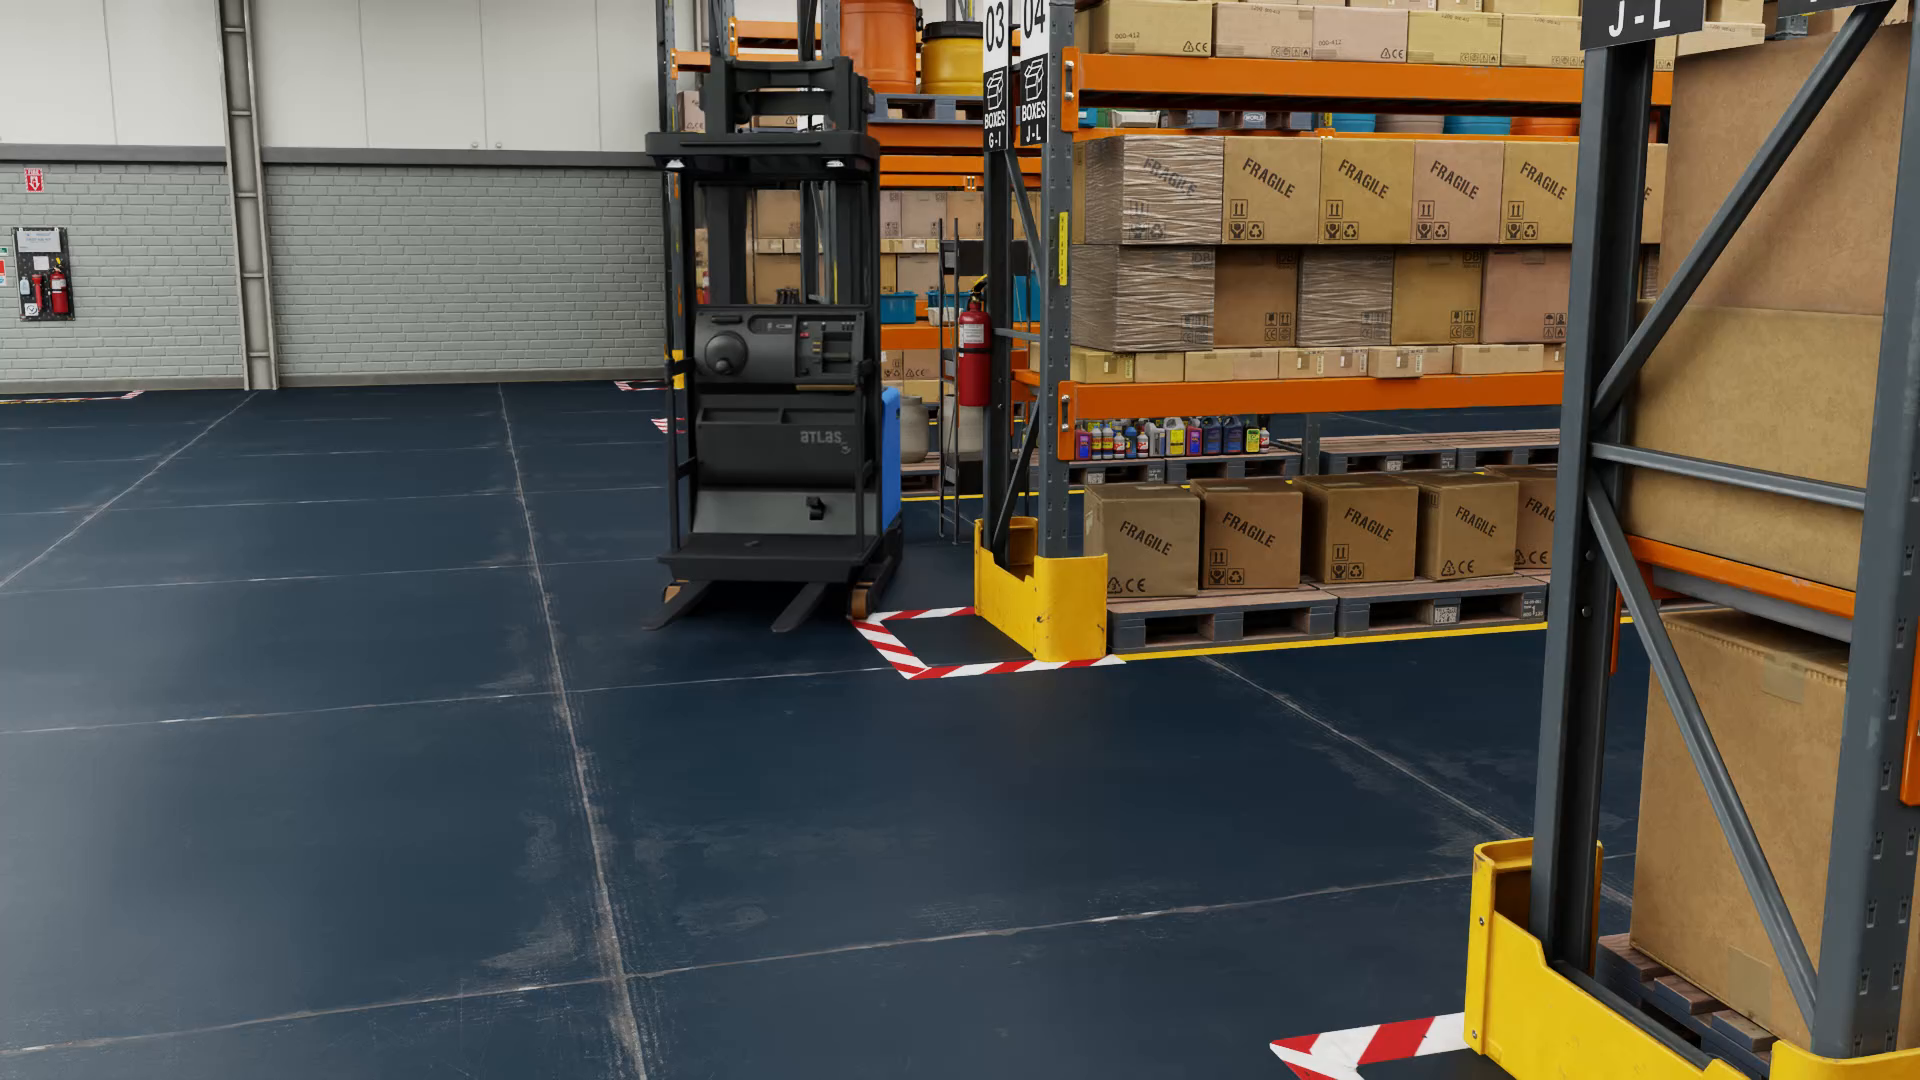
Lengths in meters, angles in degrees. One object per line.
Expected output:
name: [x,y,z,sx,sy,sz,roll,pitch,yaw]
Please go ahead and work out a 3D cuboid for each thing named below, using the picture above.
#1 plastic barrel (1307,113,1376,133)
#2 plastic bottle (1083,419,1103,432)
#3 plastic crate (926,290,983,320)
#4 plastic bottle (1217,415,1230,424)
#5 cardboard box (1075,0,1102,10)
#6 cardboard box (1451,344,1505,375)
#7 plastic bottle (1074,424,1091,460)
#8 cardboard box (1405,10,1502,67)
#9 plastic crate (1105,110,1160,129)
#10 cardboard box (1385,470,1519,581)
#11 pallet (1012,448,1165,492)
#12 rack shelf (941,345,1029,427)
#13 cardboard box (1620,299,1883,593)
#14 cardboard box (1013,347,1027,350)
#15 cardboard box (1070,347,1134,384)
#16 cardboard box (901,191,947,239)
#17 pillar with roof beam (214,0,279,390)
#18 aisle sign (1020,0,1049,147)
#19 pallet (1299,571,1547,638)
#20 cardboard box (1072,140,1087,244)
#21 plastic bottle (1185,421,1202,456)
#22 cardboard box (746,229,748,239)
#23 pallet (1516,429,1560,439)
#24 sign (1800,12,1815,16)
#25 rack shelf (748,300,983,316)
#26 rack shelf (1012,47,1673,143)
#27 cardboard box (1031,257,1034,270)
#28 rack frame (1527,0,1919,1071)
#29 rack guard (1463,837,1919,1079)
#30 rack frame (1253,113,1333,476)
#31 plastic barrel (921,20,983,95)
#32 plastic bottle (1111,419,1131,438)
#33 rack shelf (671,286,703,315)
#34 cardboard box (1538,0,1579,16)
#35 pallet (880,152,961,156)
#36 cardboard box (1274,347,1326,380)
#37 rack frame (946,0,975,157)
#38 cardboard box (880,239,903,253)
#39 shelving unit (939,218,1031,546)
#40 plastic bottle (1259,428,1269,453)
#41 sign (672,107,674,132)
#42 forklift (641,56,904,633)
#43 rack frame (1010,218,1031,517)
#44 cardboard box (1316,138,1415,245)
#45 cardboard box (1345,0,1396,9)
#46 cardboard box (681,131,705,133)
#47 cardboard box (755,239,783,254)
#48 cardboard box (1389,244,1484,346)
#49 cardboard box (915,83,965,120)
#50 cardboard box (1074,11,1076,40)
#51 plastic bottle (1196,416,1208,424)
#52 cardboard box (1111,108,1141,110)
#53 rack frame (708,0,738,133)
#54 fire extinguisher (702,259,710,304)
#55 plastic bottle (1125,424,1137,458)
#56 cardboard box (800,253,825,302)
plastic barrel: [3.201,-3.846,13.983,0.708,0.901,0.600,-3,11,-16]
plastic bottle: [1.115,-0.965,14.105,0.185,0.351,0.144,-3,11,-14]
plastic crate: [-0.045,-1.894,13.462,0.408,0.251,0.499,-3,11,-16]
plastic bottle: [2.196,-0.917,13.842,0.185,0.351,0.144,-3,11,-16]
cardboard box: [0.647,-2.568,7.742,0.250,0.149,0.380,-3,11,-16]
cardboard box: [2.590,-0.941,8.566,0.250,0.149,0.380,-3,11,-16]
plastic bottle: [0.984,-0.785,13.311,0.133,0.283,0.061,-3,11,-15]
cardboard box: [2.321,-2.457,8.237,0.500,0.250,0.500,-3,11,-14]
plastic crate: [1.346,-3.255,12.884,0.396,0.136,0.243,-3,11,-16]
cardboard box: [2.641,-0.088,8.985,0.500,0.500,0.500,-4,11,-21]
pallet: [0.944,-0.600,13.723,1.213,0.211,1.003,-3,11,-16]
rack shelf: [0.159,-1.028,10.904,0.480,0.518,0.431,-3,11,-16]
cardboard box: [1.951,-0.230,3.598,0.550,0.550,0.875,-3,11,-16]
cardboard box: [0.525,-2.060,18.316,0.500,0.500,0.500,-3,11,-16]
cardboard box: [0.658,-0.847,8.054,0.250,0.149,0.380,-3,11,-16]
cardboard box: [-0.477,-3.509,17.965,0.500,0.500,0.700,-3,11,-16]
pillar with roof beam: [-7.963,-5.665,16.962,0.400,9.000,9.100,-3,11,-16]
aisle sign: [0.342,-2.220,7.643,0.004,0.787,0.394,-3,11,-16]
pallet: [2.350,0.274,8.974,1.213,0.211,1.003,-3,11,-16]
cardboard box: [0.777,-1.755,8.437,0.500,0.500,0.500,-3,11,-16]
plastic bottle: [1.907,-0.833,13.575,0.133,0.283,0.061,-2,11,-12]
cardboard box: [-2.816,-3.881,22.128,0.500,0.500,0.500,-3,11,-16]
pallet: [5.860,-0.859,15.131,1.213,0.211,1.003,-3,11,-16]
sign: [4.317,-2.835,8.449,0.005,0.325,0.100,-3,11,-16]
rack shelf: [-0.527,-2.467,18.149,4.000,0.370,1.077,-3,11,-16]
rack shelf: [2.238,-2.220,8.522,4.000,0.370,1.077,-3,11,-16]
cardboard box: [0.464,-2.920,18.345,0.500,0.500,0.700,-3,11,-17]
rack frame: [1.607,-0.130,3.467,0.127,3.000,1.000,-3,11,-16]
rack guard: [1.584,1.101,3.687,0.348,0.500,1.175,-3,11,-16]
rack frame: [2.774,-2.061,13.955,0.127,3.000,1.000,-3,11,-16]
plastic barrel: [-0.008,-3.712,12.962,0.600,0.588,0.600,0,10,0]
plastic bottle: [1.359,-0.913,14.030,0.135,0.276,0.152,-3,11,-16]
rack shelf: [-1.916,-3.328,22.825,4.000,0.370,1.077,-3,11,-16]
cardboard box: [2.902,-2.686,8.382,0.250,0.149,0.380,-3,11,-14]
pallet: [-0.588,-4.245,17.779,1.213,0.211,1.003,-3,11,-16]
cardboard box: [1.624,-0.894,8.310,0.250,0.149,0.380,-3,11,-16]
rack frame: [0.005,-6.733,22.767,0.127,3.000,1.000,-3,11,-16]
cardboard box: [-0.775,-3.136,17.726,0.250,0.149,0.380,-3,11,-17]
shelving unit: [0.159,-1.041,10.902,0.503,2.100,0.431,-3,11,-16]
plastic bottle: [2.513,-0.828,13.775,0.097,0.201,0.097,0,10,0]
sign: [-3.684,-5.391,21.347,0.005,0.325,0.100,-3,11,-16]
forklift: [-0.995,-1.085,8.842,1.130,2.935,3.031,1,10,5]
rack frame: [0.393,-1.053,10.969,0.015,2.100,0.400,-3,11,-16]
cardboard box: [1.884,-1.715,8.215,0.500,0.500,0.500,-3,11,-16]
cardboard box: [1.905,-2.628,8.067,0.250,0.149,0.380,-4,11,-19]
cardboard box: [-3.445,-5.088,21.784,0.500,0.500,0.500,-3,11,-14]
cardboard box: [-2.011,-3.070,17.371,0.250,0.149,0.380,-3,11,-16]
cardboard box: [2.275,-1.303,8.742,0.500,0.500,0.875,-3,11,-16]
cardboard box: [-0.224,-4.662,17.968,0.637,0.503,0.797,-2,11,-10]
cardboard box: [0.710,-2.467,8.293,0.500,0.250,0.500,-3,11,-15]
plastic bottle: [2.073,-0.962,14.272,0.133,0.283,0.061,-3,11,-16]
cardboard box: [1.996,-4.923,18.402,0.500,0.500,0.500,-3,11,-15]
rack frame: [-2.448,-5.670,16.991,0.127,3.000,1.000,-3,11,-16]
fire extinguisher: [-2.691,-2.756,17.947,0.183,0.674,0.296,-3,11,-16]
plastic bottle: [1.381,-0.803,13.444,0.097,0.271,0.097,0,10,0]
cardboard box: [-1.493,-2.817,17.790,0.500,0.500,0.700,-3,11,-14]
